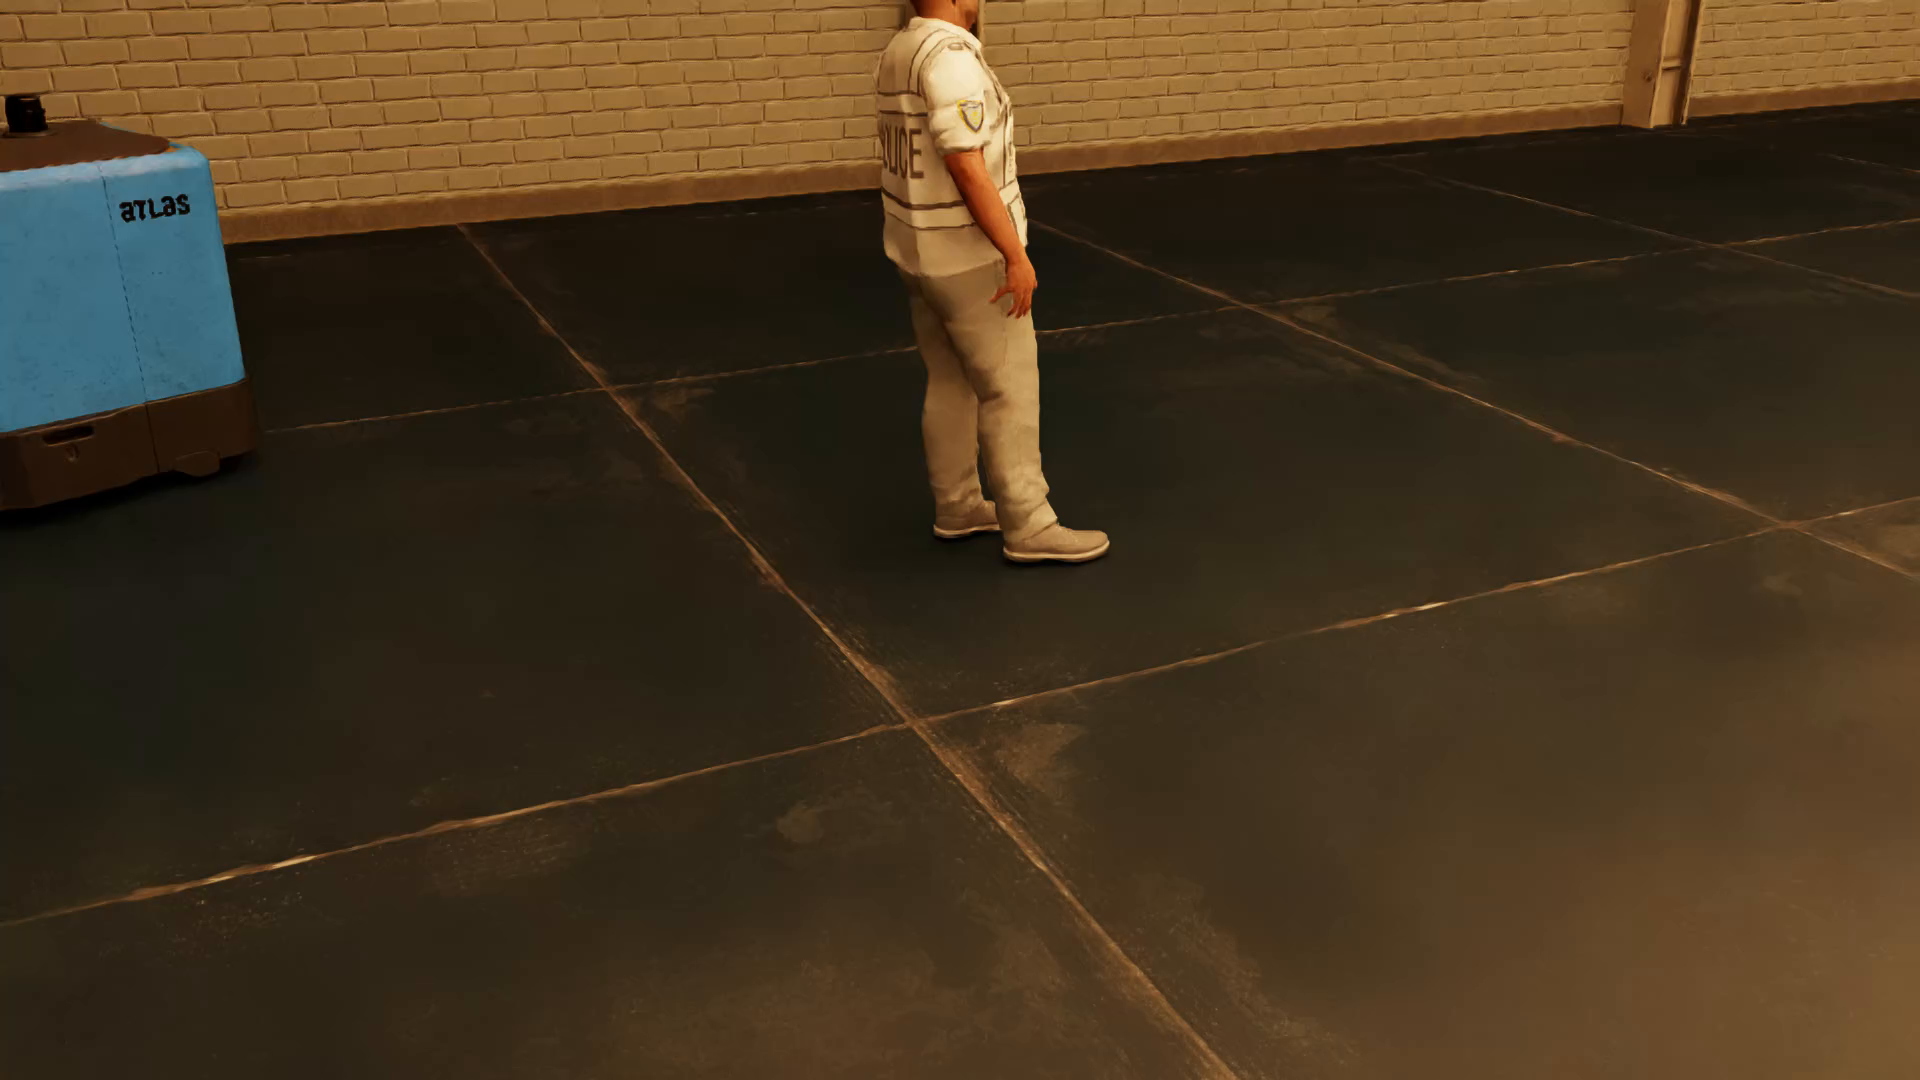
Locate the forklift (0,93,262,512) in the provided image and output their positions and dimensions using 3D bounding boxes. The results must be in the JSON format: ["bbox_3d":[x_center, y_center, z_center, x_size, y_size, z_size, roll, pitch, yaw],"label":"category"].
[{"bbox_3d":[-3.792,-1.336,4.503,1.130,2.935,3.031,21,30,41],"label":"forklift"}]

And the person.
[{"bbox_3d":[0.076,-0.835,4.784,0.574,1.773,0.640,-10,25,-23],"label":"person"}]
